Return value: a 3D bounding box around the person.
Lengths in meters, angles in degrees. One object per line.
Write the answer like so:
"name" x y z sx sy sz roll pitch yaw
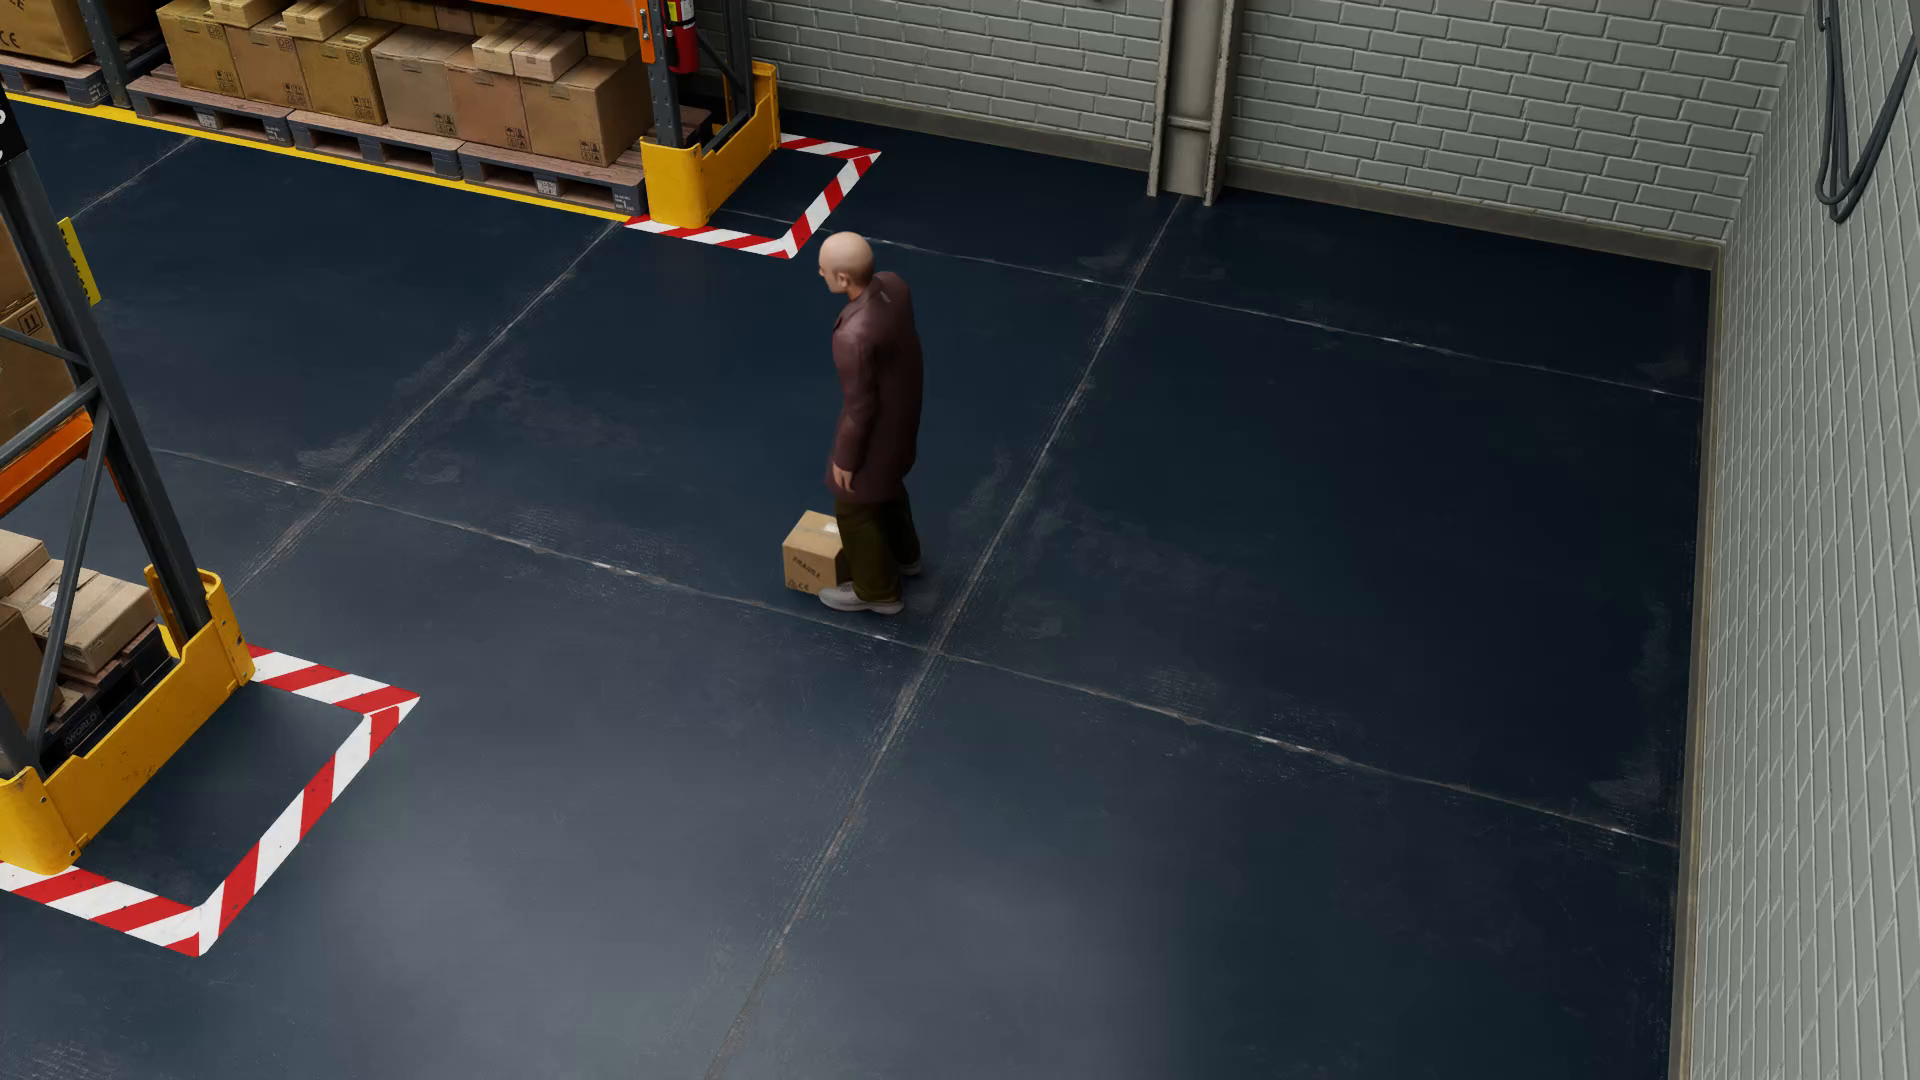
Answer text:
"person" -0.364 -0.457 6.698 0.428 1.772 0.640 12 42 13
